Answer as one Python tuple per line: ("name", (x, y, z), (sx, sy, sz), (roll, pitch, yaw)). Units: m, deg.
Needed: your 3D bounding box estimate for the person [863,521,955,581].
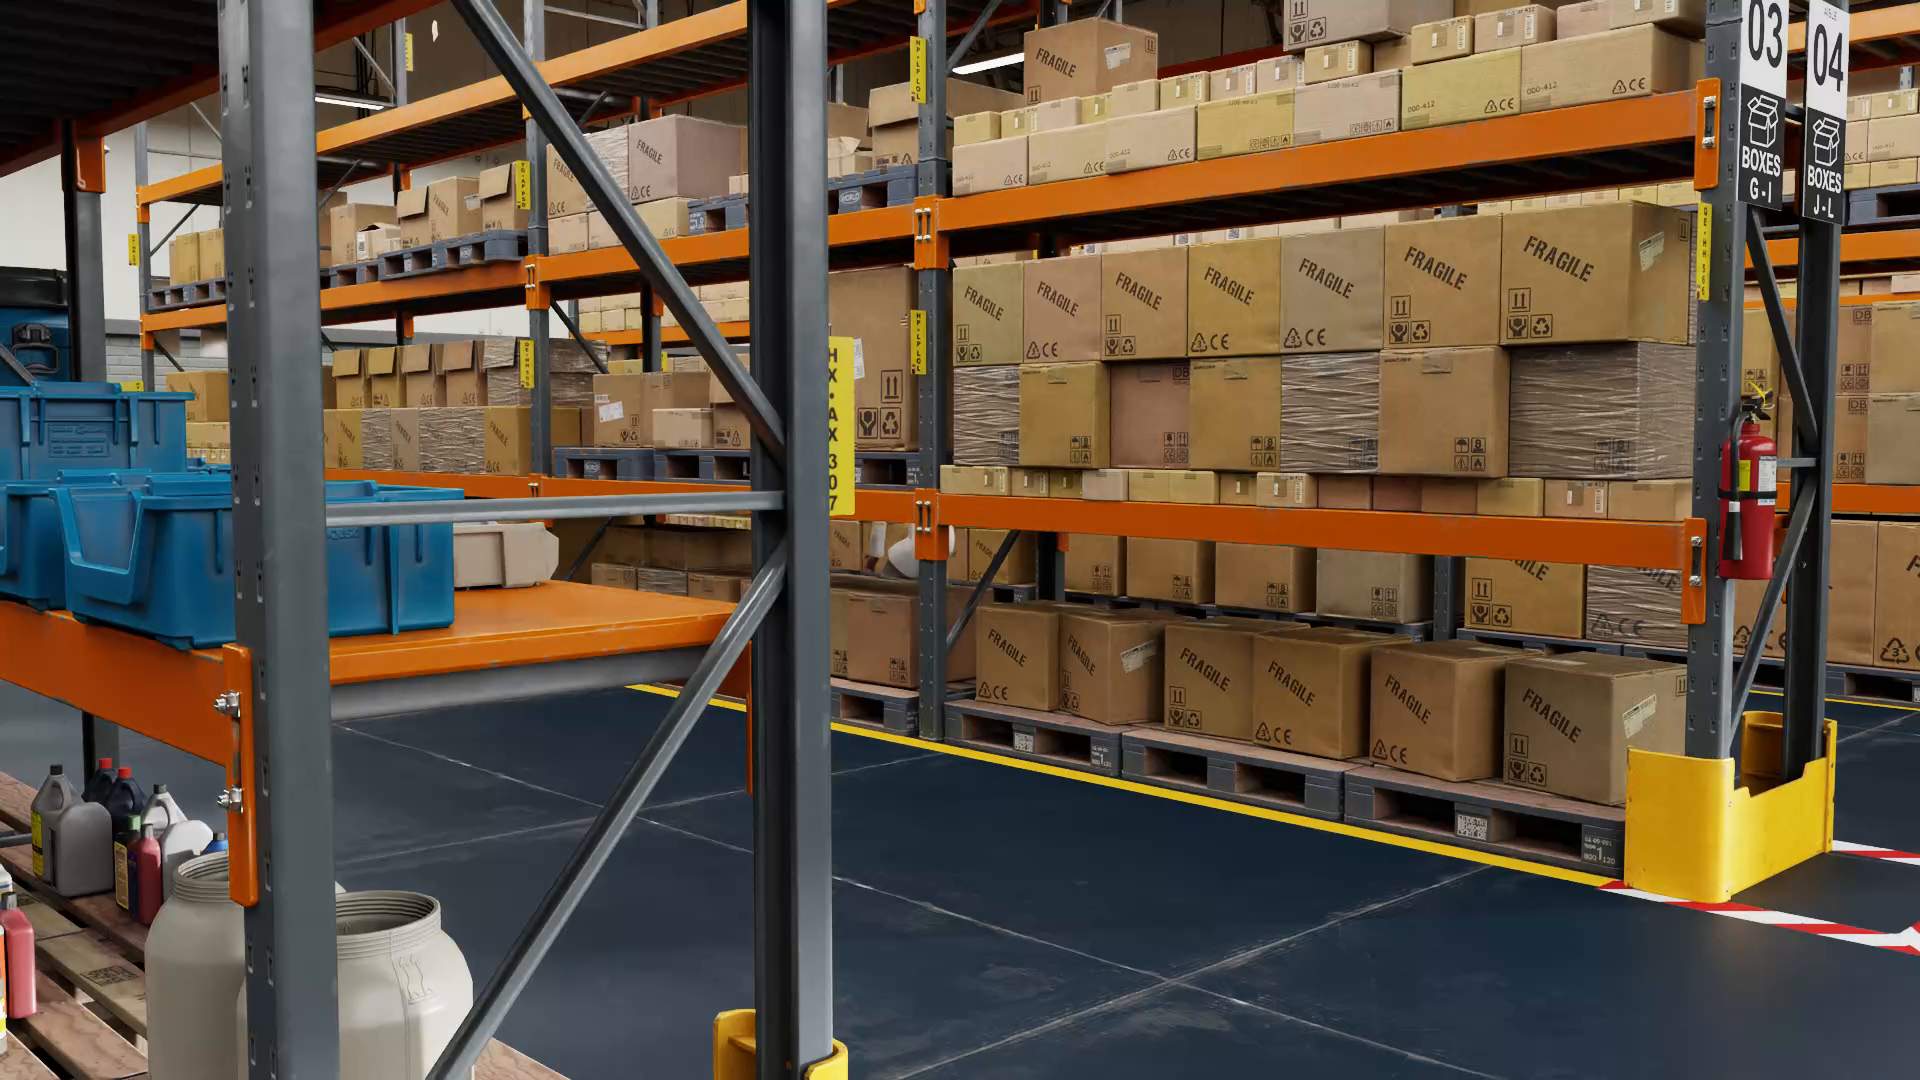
("person", (-0.394, 0.045, 13.479), (0.630, 1.393, 0.737), (-4, 5, -44))
